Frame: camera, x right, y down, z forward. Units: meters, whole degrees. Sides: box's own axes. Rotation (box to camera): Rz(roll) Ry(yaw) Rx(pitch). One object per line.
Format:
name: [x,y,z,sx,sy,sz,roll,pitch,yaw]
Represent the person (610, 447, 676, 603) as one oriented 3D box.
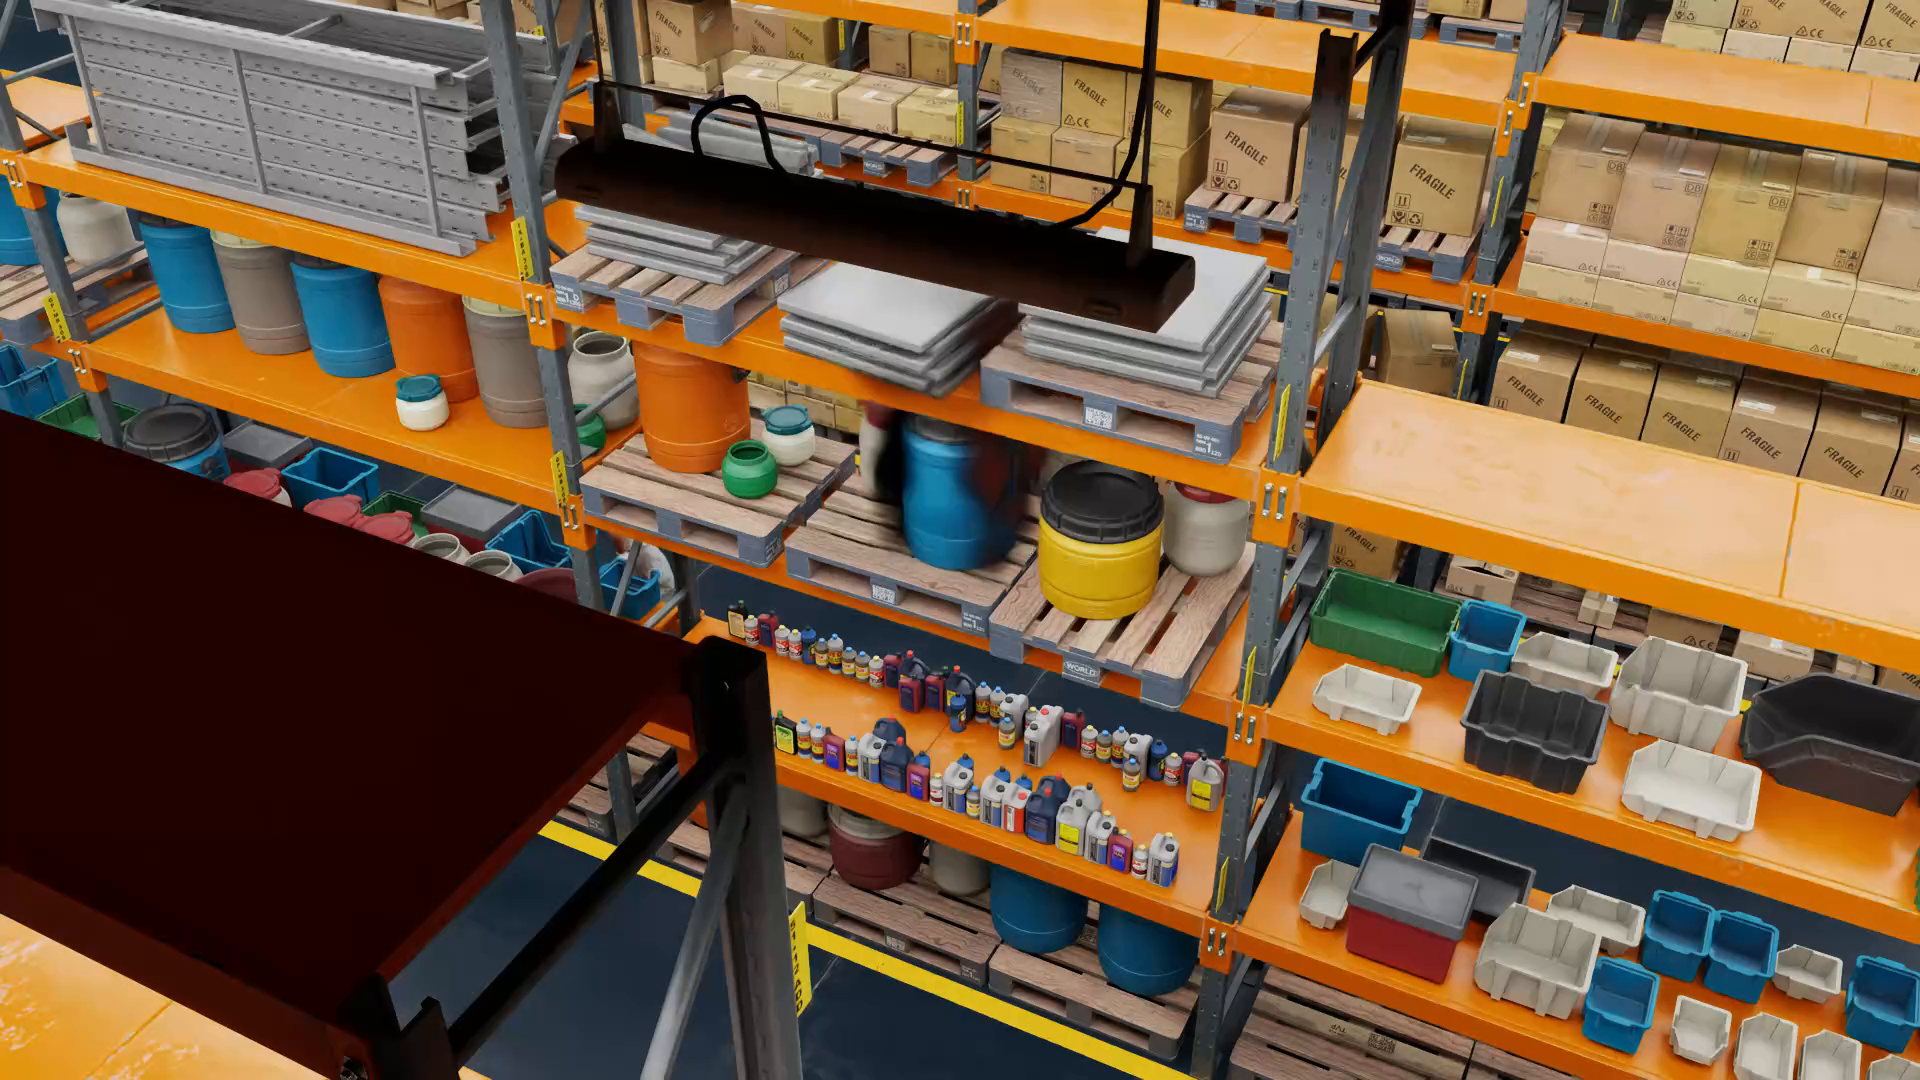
person: [-2.350,0.000,12.335,0.505,1.823,0.533,-6,35,-9]
